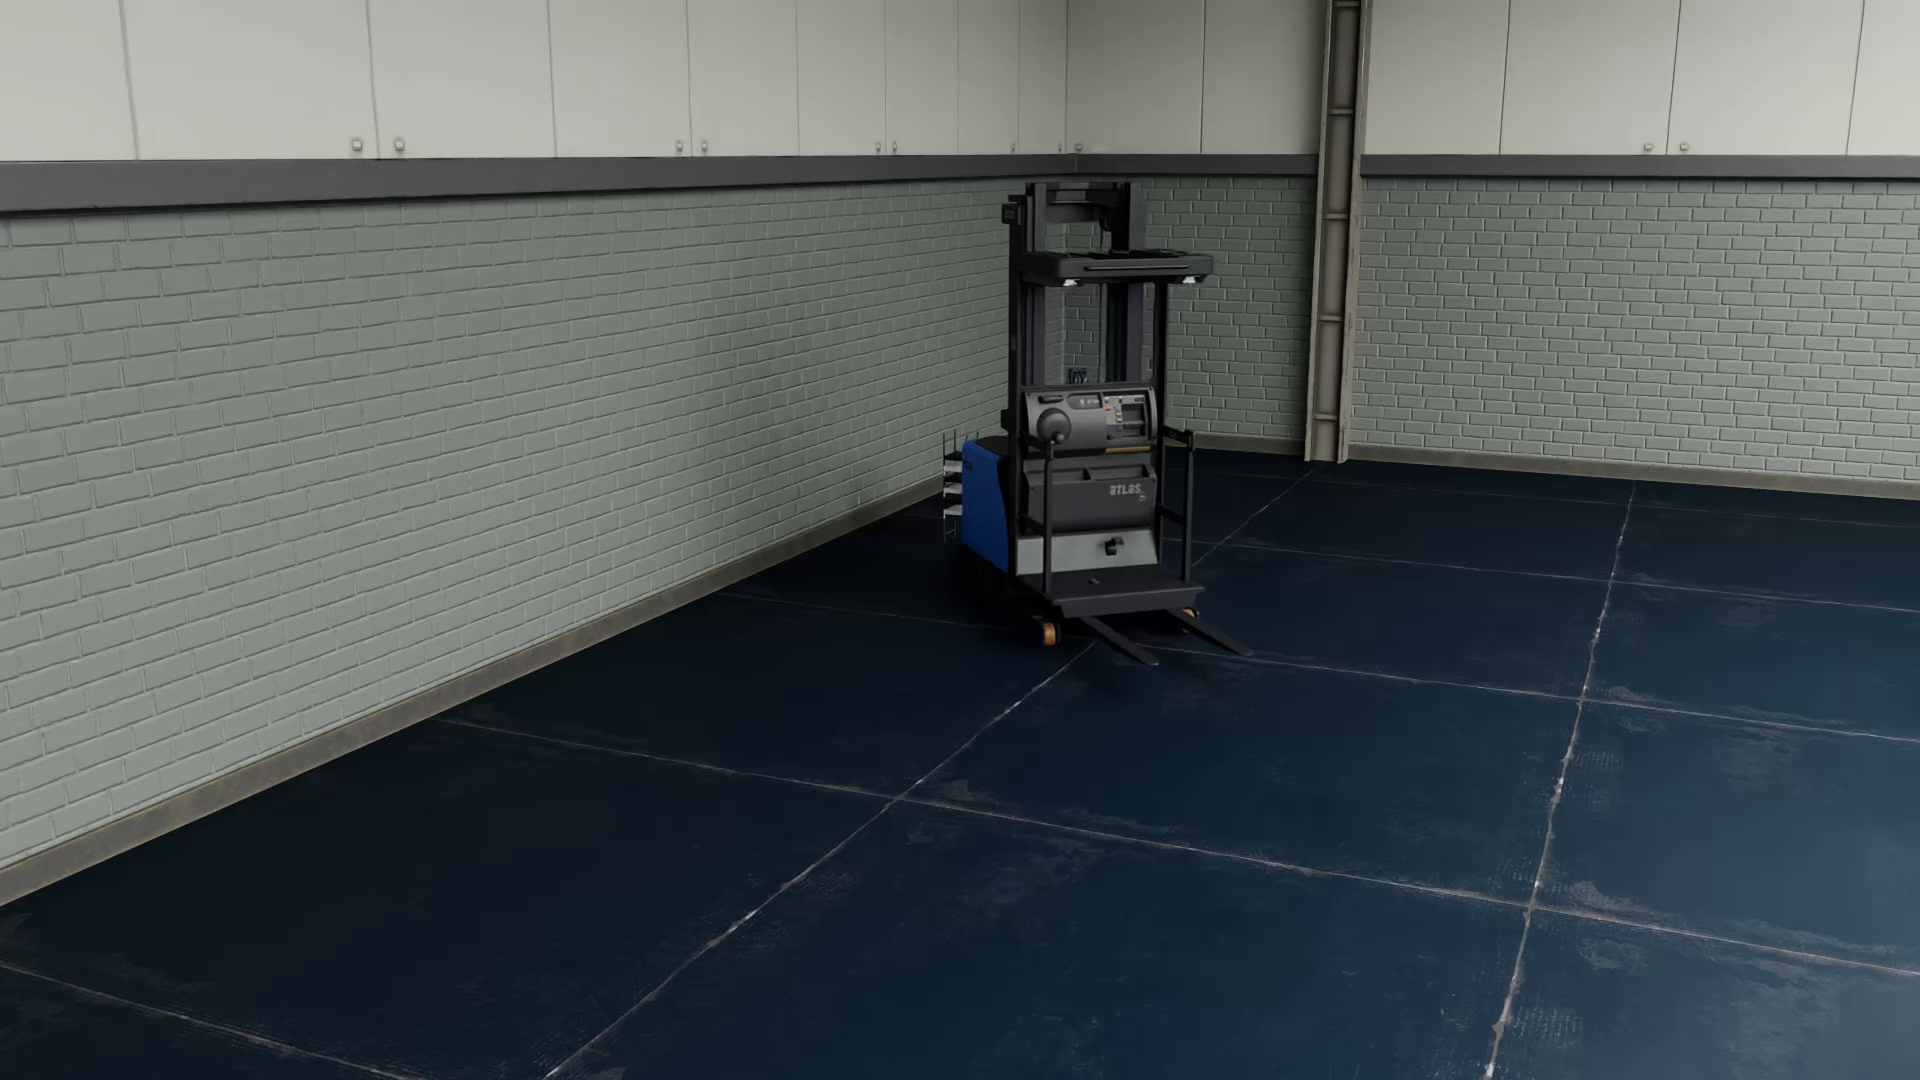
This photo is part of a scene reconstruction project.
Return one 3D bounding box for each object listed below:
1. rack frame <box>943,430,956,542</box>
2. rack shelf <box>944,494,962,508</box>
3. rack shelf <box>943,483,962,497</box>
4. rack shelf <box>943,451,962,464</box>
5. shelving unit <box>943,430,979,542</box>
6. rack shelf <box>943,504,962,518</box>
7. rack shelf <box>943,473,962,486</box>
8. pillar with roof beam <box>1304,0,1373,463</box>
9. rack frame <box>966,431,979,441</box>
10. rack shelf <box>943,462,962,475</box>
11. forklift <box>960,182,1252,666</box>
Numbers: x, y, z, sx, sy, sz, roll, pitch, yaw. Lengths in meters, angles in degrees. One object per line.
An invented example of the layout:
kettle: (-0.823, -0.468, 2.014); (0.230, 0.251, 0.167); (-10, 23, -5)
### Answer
rack frame: (-0.086, -0.447, 13.689); (0.006, 0.900, 0.240); (6, 14, 23)
rack shelf: (0.007, -0.317, 13.677); (0.200, 0.077, 0.258); (6, 14, 23)
rack shelf: (0.007, -0.405, 13.656); (0.200, 0.077, 0.258); (6, 14, 23)
rack shelf: (0.007, -0.668, 13.595); (0.200, 0.077, 0.258); (6, 14, 23)
shelving unit: (0.007, -0.437, 13.649); (0.210, 0.900, 0.258); (6, 14, 23)
rack shelf: (0.007, -0.230, 13.698); (0.200, 0.077, 0.258); (6, 14, 23)
rack shelf: (0.007, -0.493, 13.636); (0.200, 0.077, 0.258); (6, 14, 23)
pillar with roof beam: (2.073, -4.322, 12.475); (0.400, 9.000, 9.100); (6, 14, 23)
rack frame: (0.100, -0.428, 13.609); (0.006, 0.900, 0.240); (6, 14, 23)
rack shelf: (0.007, -0.580, 13.615); (0.200, 0.077, 0.258); (6, 14, 23)
forklift: (0.945, -0.835, 10.895); (1.130, 2.935, 3.031); (-4, 14, -18)
